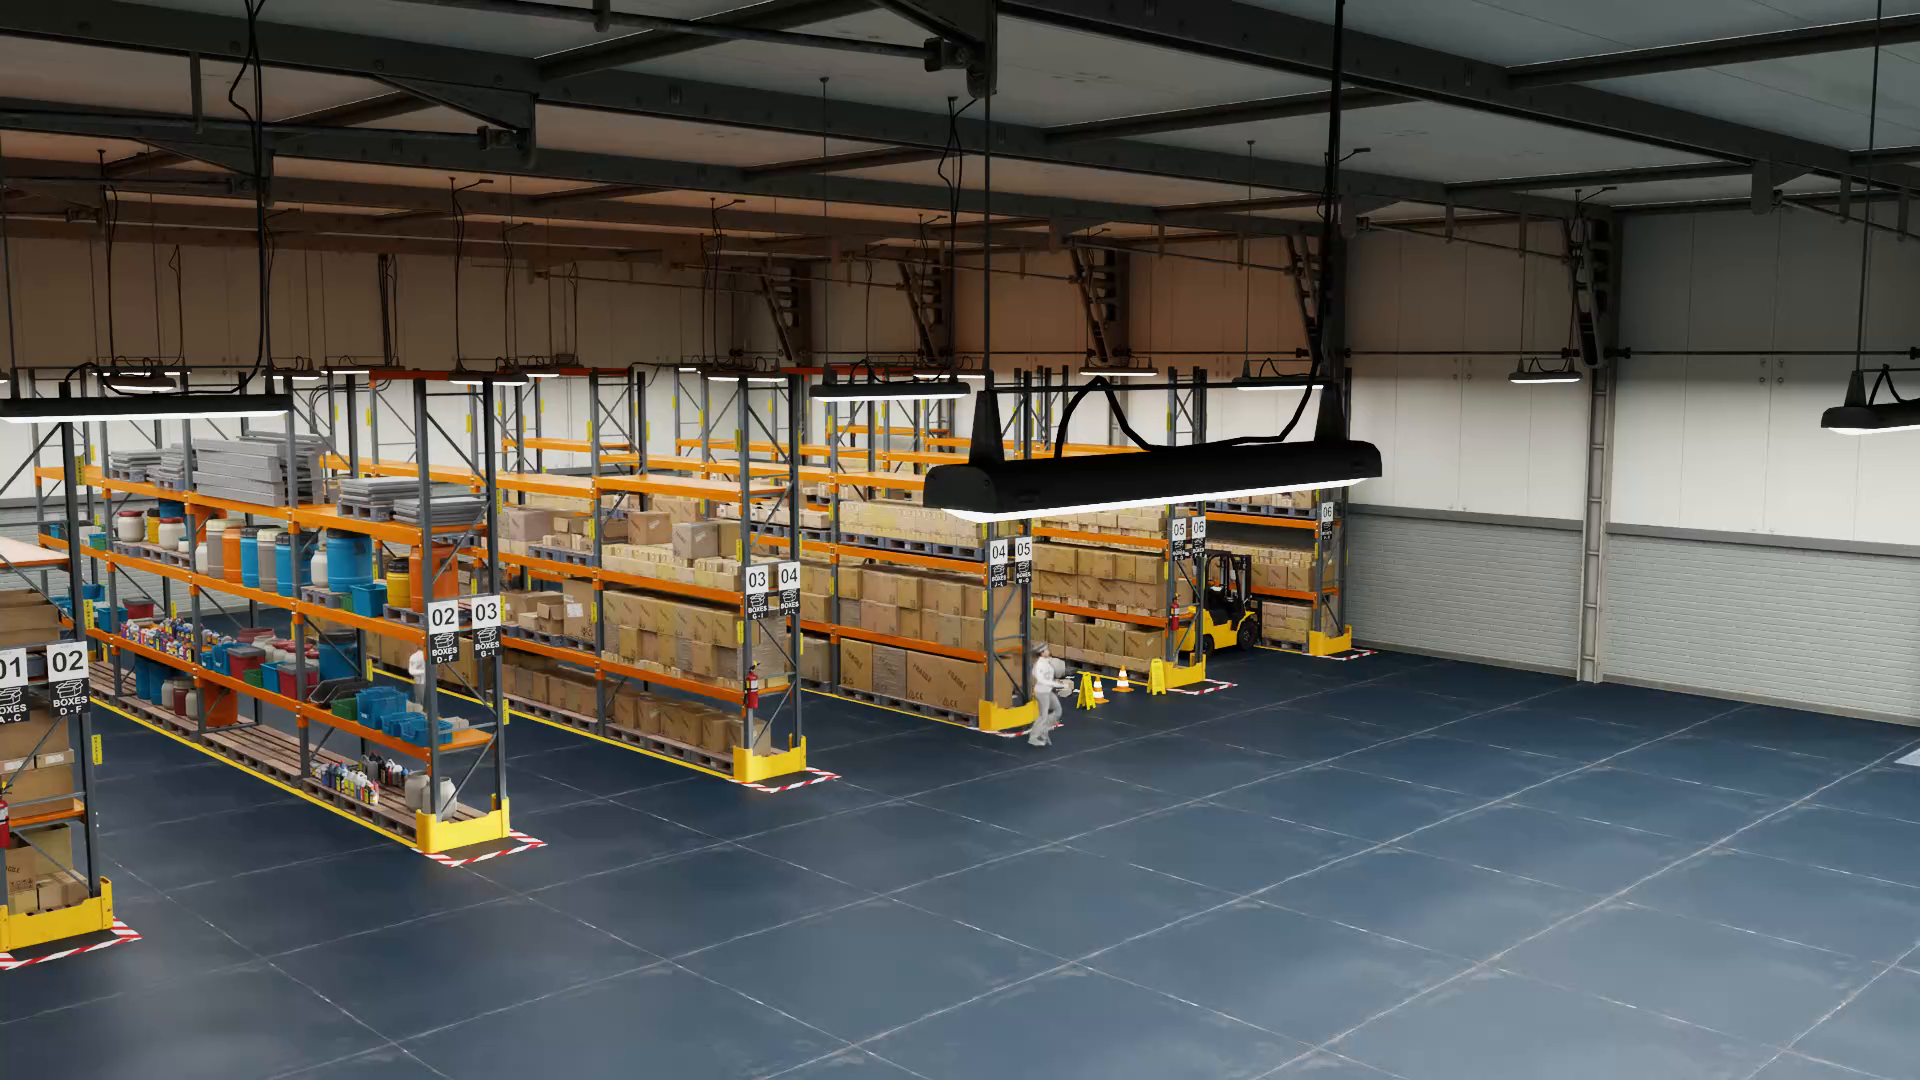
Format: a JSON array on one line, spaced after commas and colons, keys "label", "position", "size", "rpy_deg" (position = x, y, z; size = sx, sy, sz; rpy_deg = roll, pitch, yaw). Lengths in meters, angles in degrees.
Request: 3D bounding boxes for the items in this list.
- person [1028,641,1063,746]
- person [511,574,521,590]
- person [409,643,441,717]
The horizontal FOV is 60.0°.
[{"label": "person", "position": [1.385, 2.472, 26.828], "size": [0.544, 1.680, 0.631], "rpy_deg": [1, 7, 10]}, {"label": "person", "position": [-10.929, 0.908, 40.913], "size": [0.849, 1.616, 0.642], "rpy_deg": [-1, 6, -6]}, {"label": "person", "position": [-8.837, 2.383, 27.461], "size": [0.916, 1.669, 0.615], "rpy_deg": [5, 8, 37]}]
